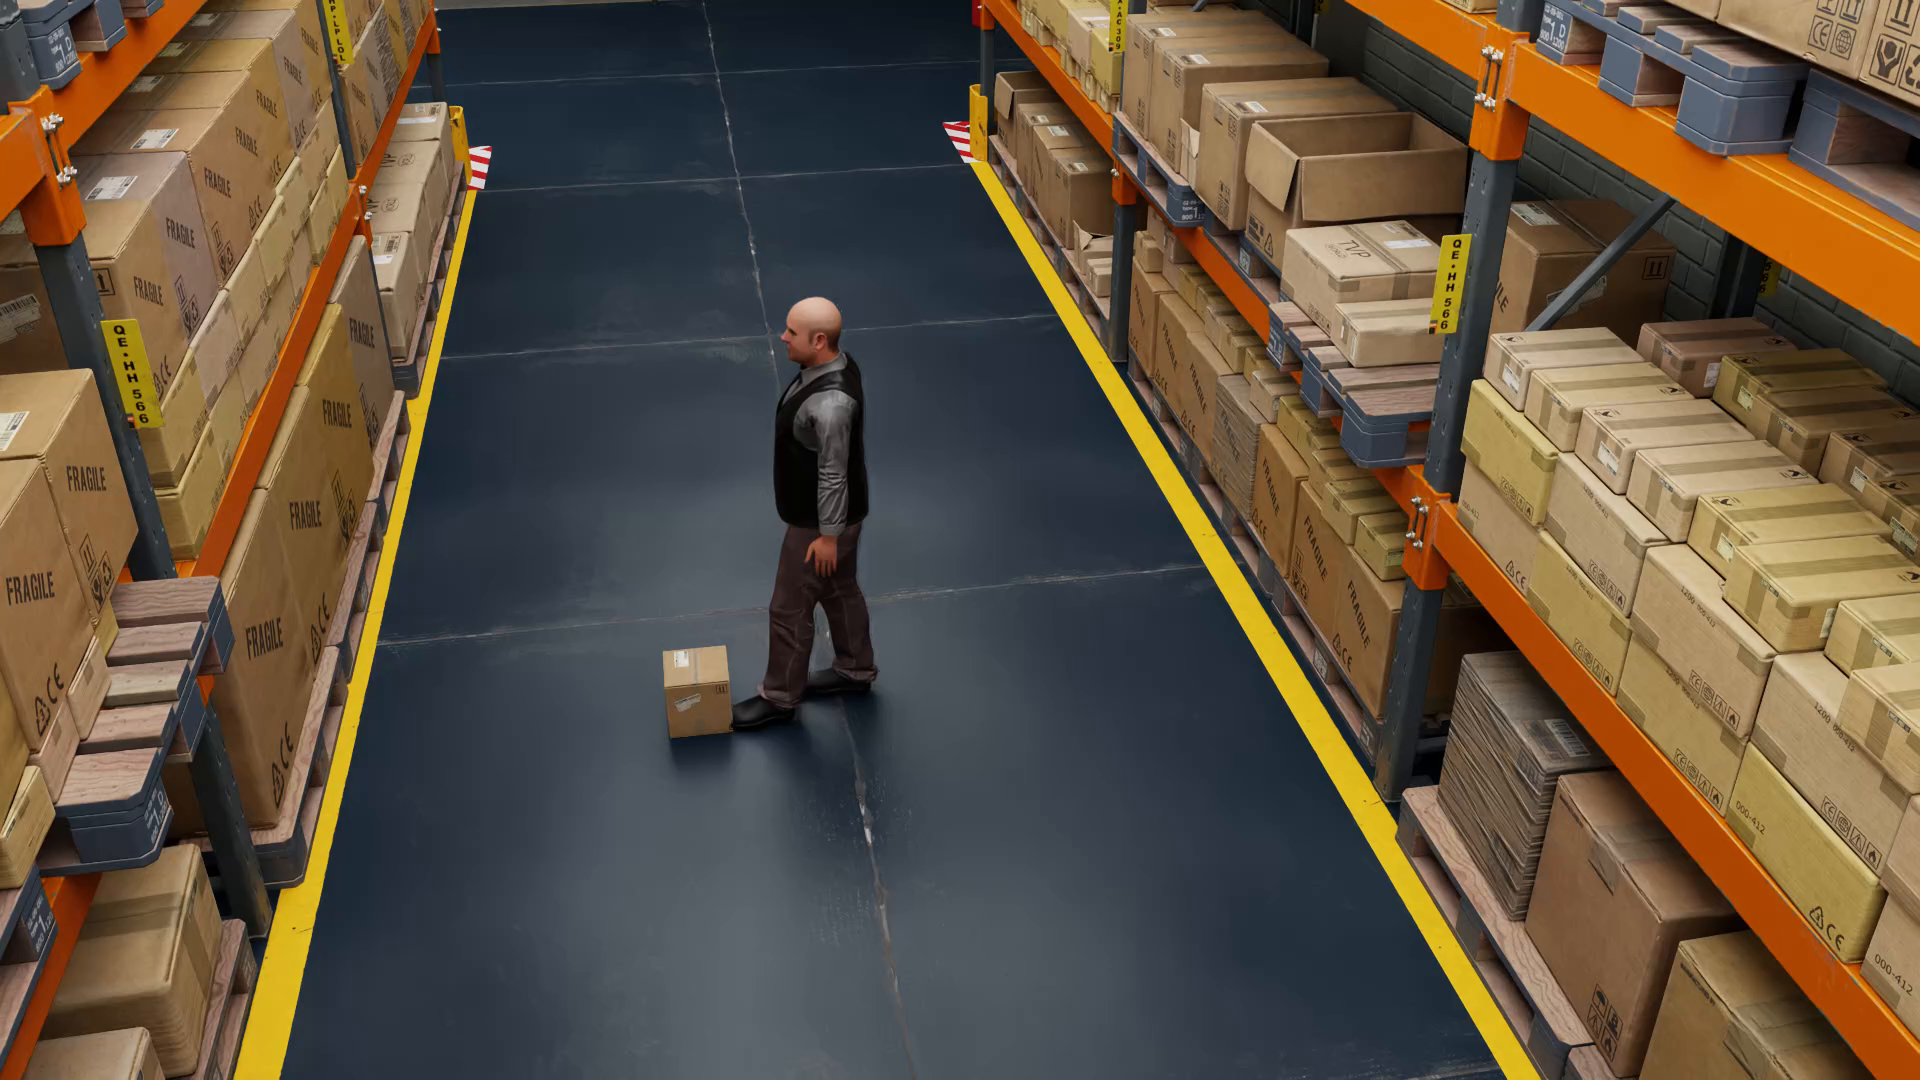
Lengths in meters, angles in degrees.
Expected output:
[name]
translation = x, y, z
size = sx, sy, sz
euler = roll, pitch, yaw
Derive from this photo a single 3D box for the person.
[person]
translation = -0.639, -0.103, 6.315
size = 0.623, 1.720, 0.565
euler = -1, 30, -1
